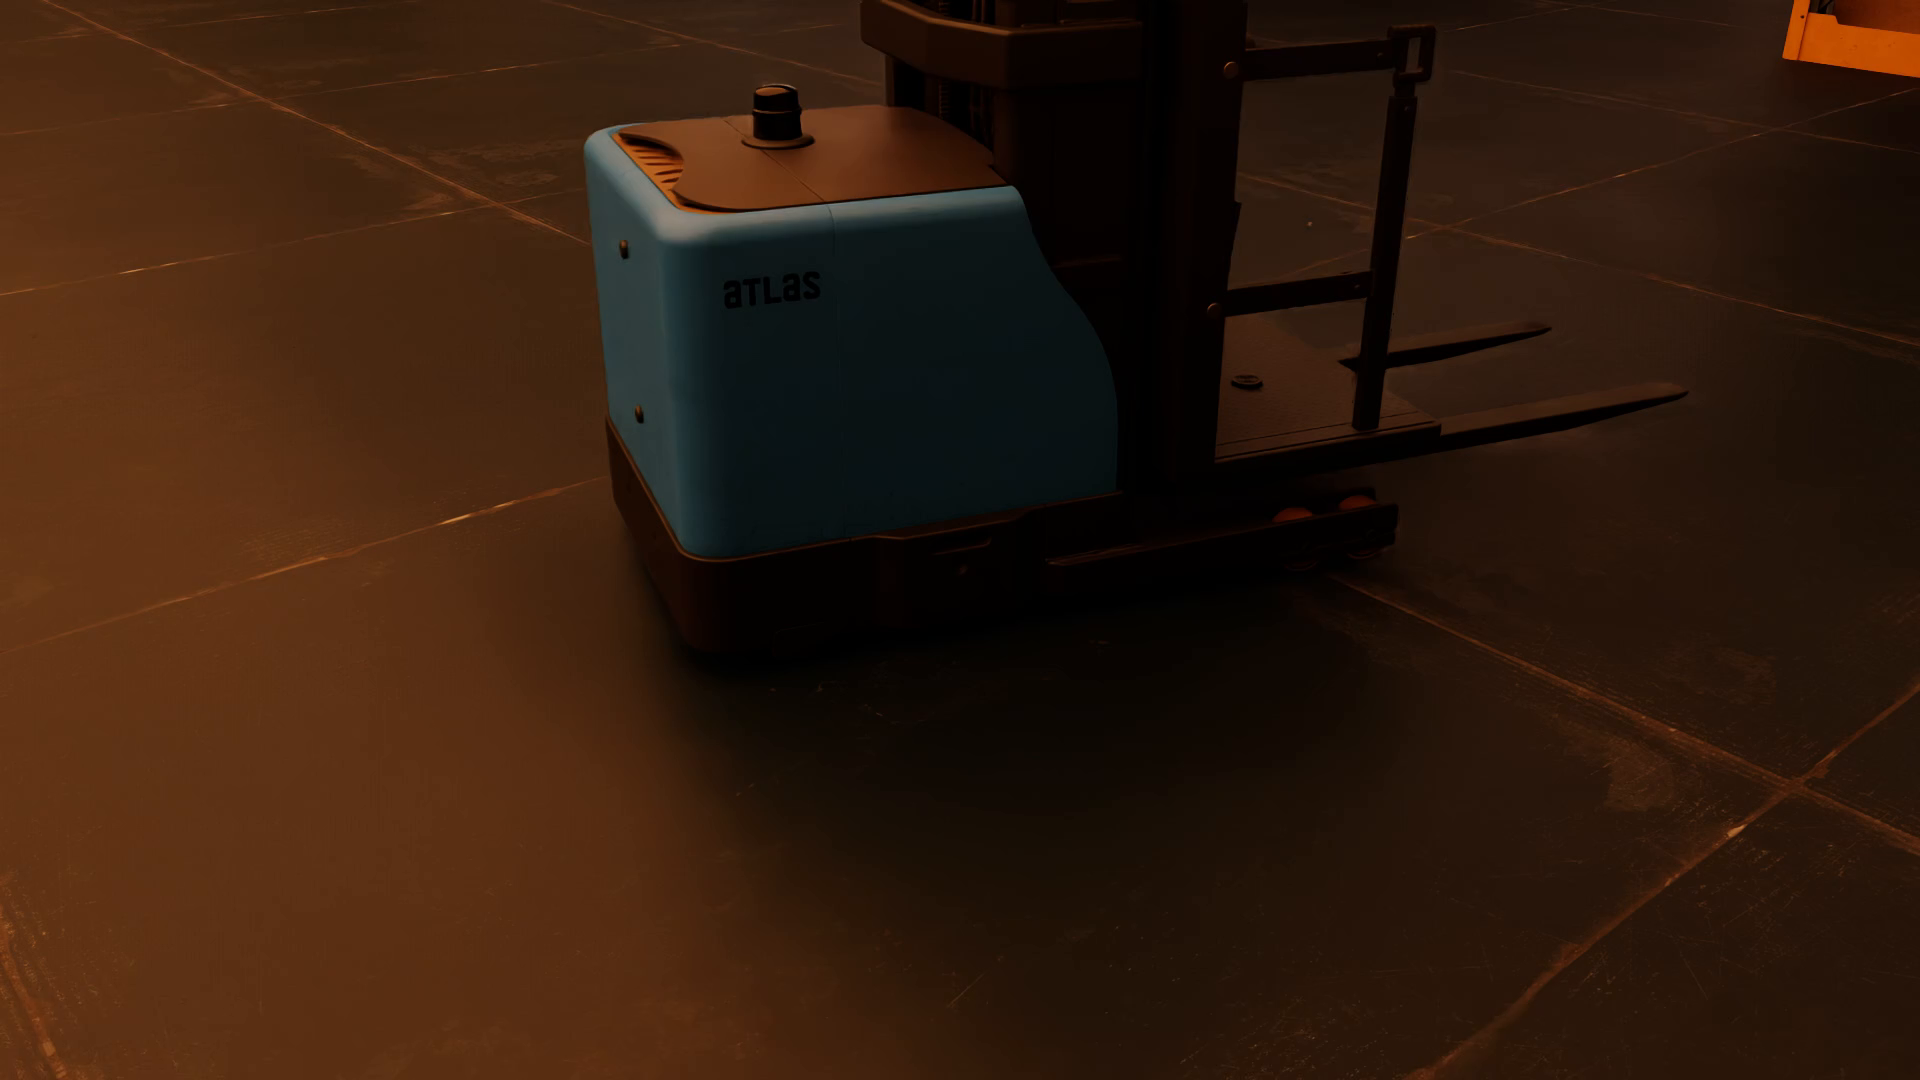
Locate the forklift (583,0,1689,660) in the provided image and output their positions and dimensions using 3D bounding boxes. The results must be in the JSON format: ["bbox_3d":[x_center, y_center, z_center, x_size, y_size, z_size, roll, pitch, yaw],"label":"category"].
[{"bbox_3d":[0.611,-1.438,4.101,3.031,2.935,1.130,-10,28,-19],"label":"forklift"}]
